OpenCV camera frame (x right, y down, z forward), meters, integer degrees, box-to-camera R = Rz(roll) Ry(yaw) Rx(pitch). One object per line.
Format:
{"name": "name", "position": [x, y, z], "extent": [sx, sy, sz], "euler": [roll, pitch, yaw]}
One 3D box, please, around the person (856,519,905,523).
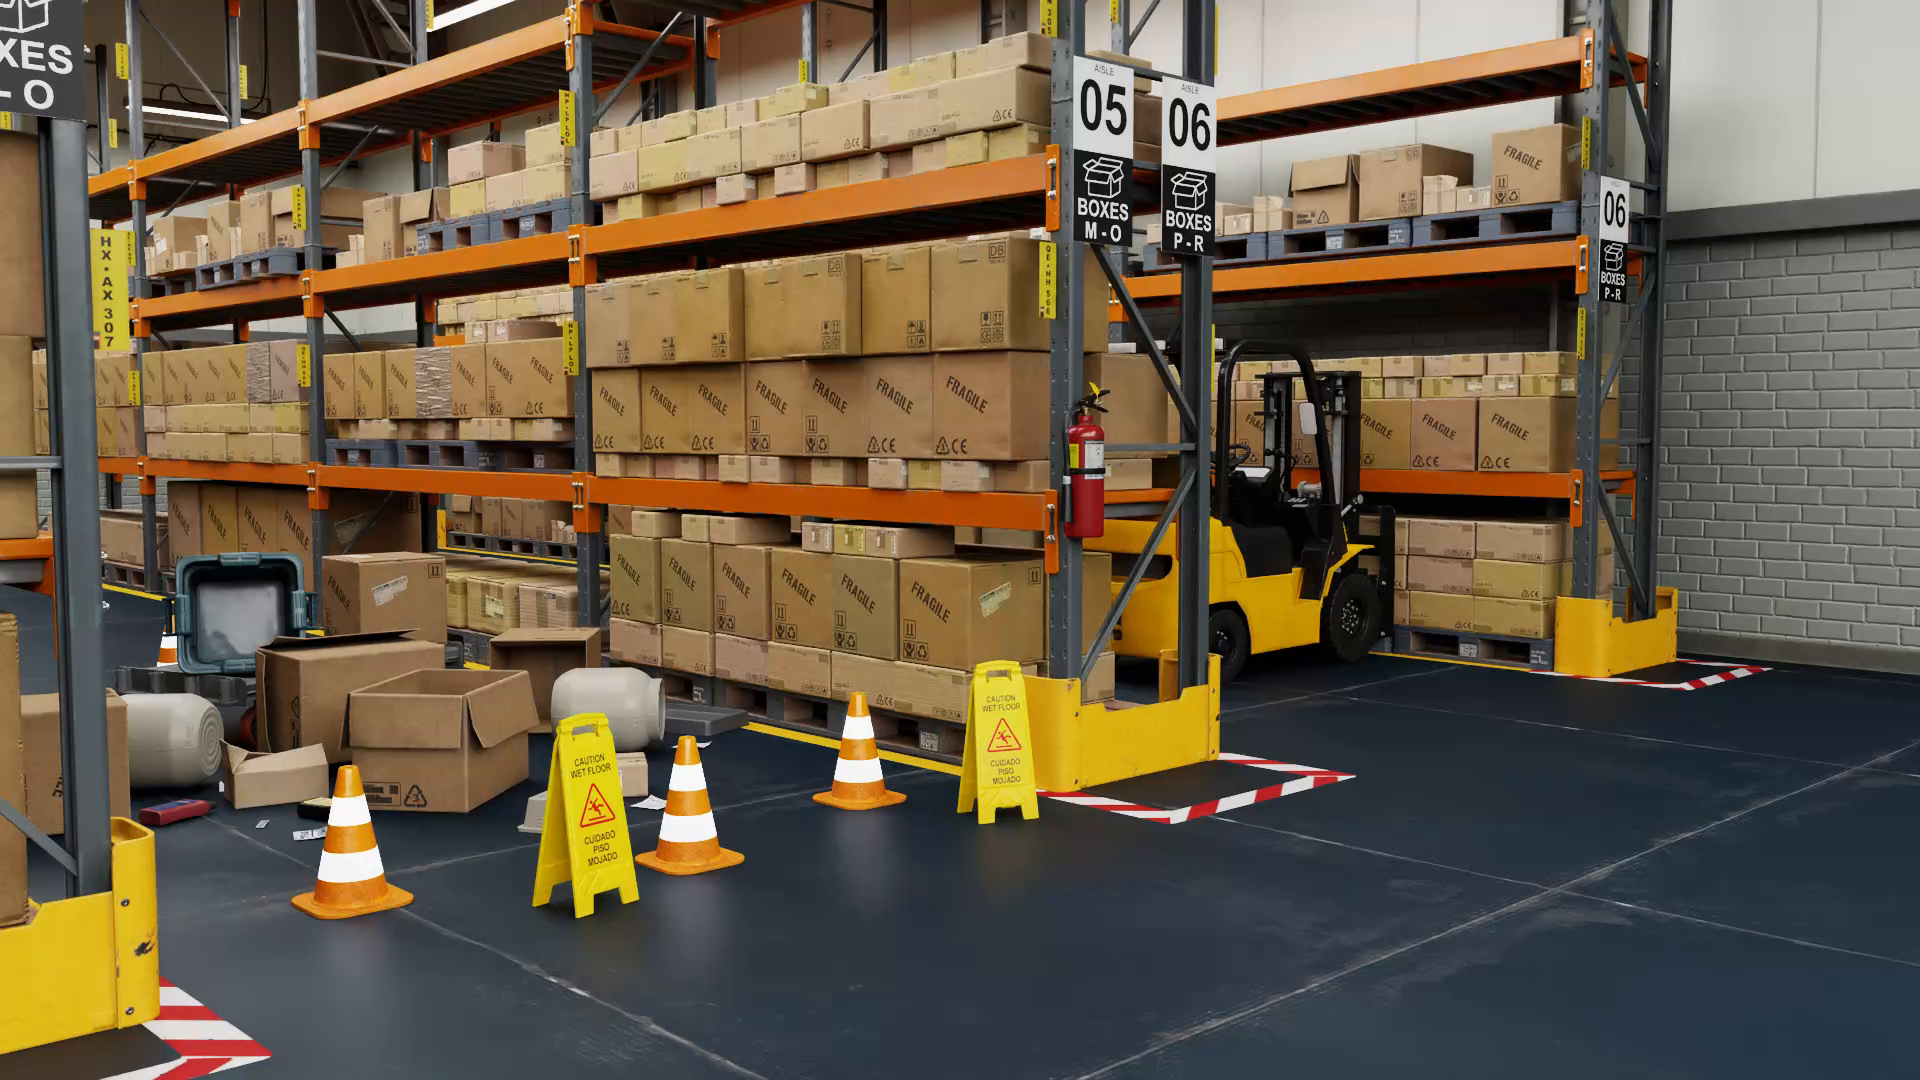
{"name": "person", "position": [-0.629, -0.111, 13.176], "extent": [0.647, 1.671, 0.951], "euler": [-4, 5, -44]}
